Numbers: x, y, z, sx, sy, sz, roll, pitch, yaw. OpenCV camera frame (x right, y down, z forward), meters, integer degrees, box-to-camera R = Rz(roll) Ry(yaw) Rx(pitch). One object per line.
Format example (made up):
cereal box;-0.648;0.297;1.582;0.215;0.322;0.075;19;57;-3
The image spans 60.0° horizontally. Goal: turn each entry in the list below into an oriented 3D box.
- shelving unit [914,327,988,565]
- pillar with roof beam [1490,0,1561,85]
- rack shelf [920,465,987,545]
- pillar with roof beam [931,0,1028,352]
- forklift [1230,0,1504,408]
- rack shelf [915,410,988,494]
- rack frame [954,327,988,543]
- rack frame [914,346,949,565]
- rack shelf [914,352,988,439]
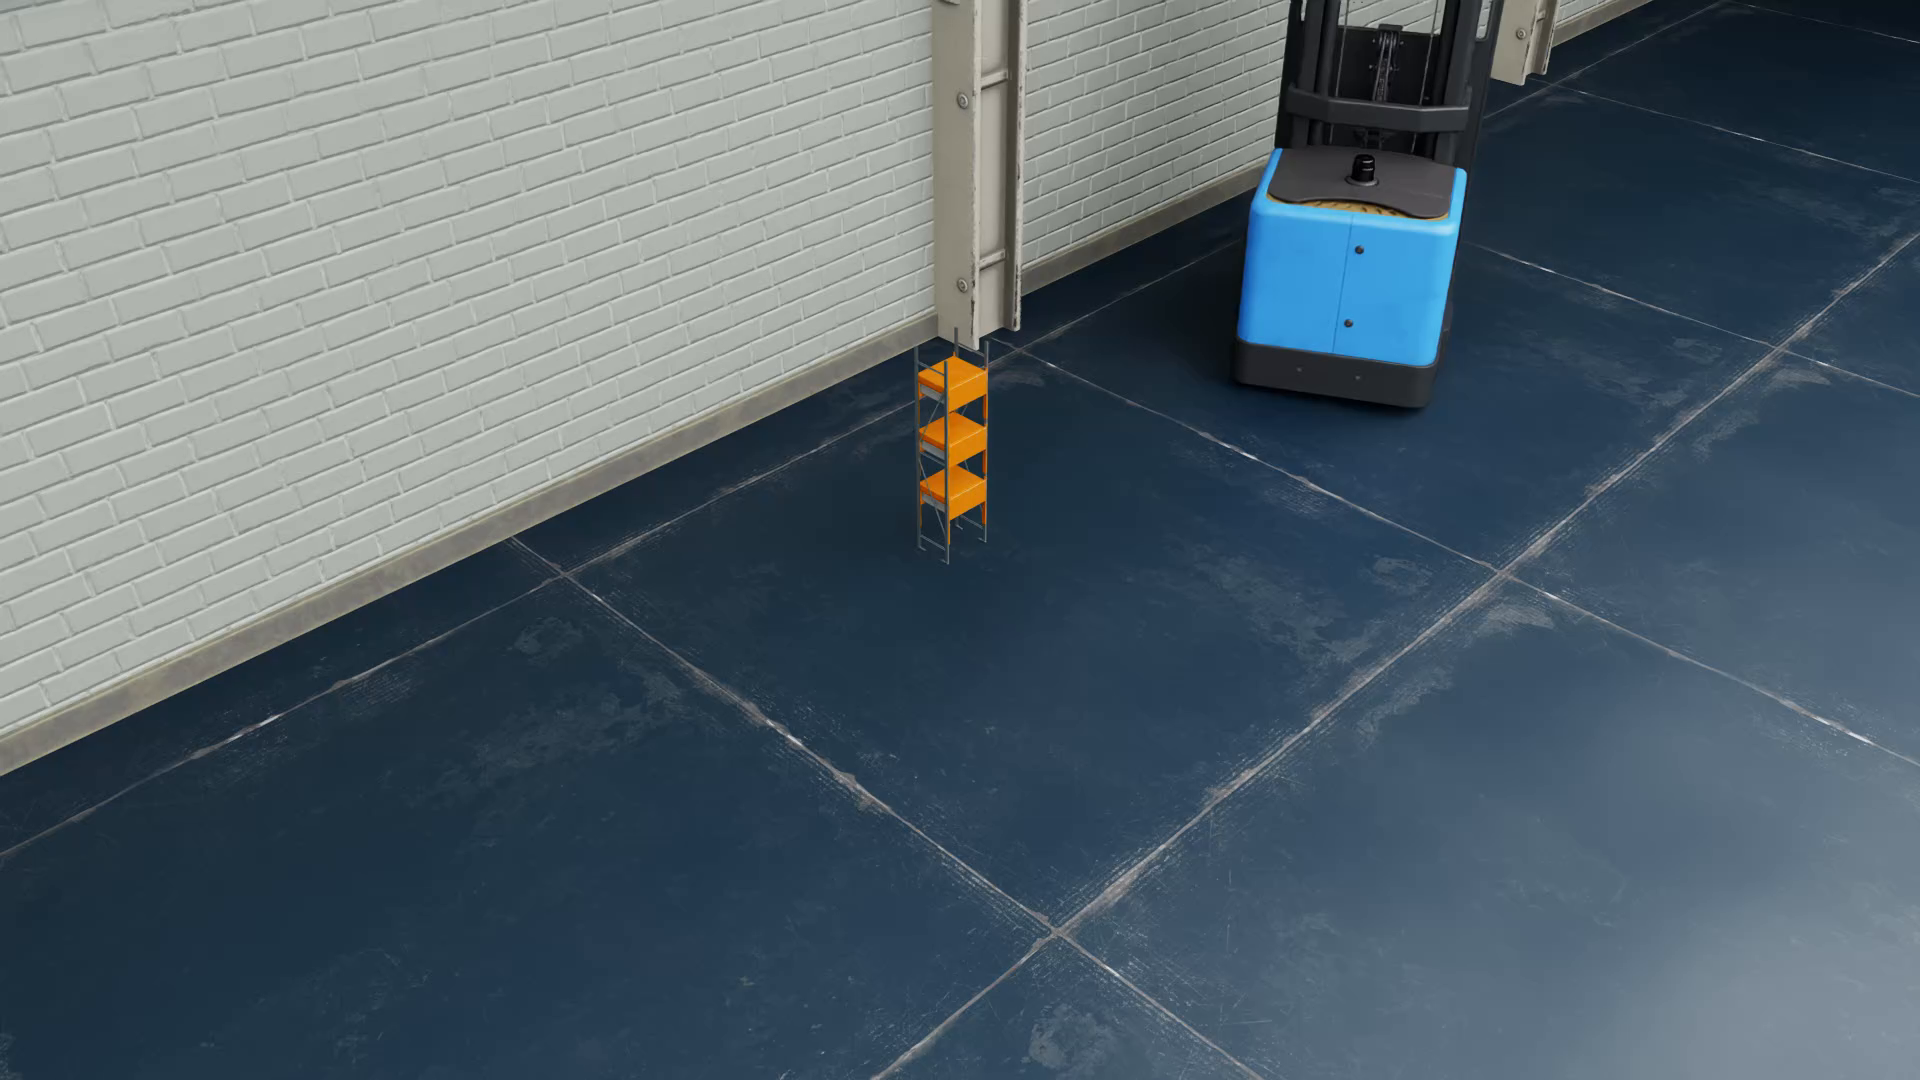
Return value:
shelving unit;-0.038;-0.409;7.419;0.215;1.050;0.252;30;45;35
pillar with roof beam;7.383;-5.580;7.885;9.100;9.000;0.400;30;45;35
rack shelf;-0.038;-0.172;7.584;0.215;0.259;0.240;30;45;35
pillar with roof beam;3.155;-3.144;4.392;9.100;9.000;0.400;30;45;35
forklift;2.363;-2.727;9.098;1.130;2.935;3.031;10;36;14
rack shelf;-0.038;-0.400;7.425;0.215;0.259;0.240;30;45;35
rack frame;0.048;-0.458;7.490;0.200;1.050;0.008;30;45;35
rack frame;-0.124;-0.359;7.347;0.200;1.050;0.008;30;45;35
rack shelf;-0.038;-0.633;7.262;0.215;0.259;0.240;30;45;35
